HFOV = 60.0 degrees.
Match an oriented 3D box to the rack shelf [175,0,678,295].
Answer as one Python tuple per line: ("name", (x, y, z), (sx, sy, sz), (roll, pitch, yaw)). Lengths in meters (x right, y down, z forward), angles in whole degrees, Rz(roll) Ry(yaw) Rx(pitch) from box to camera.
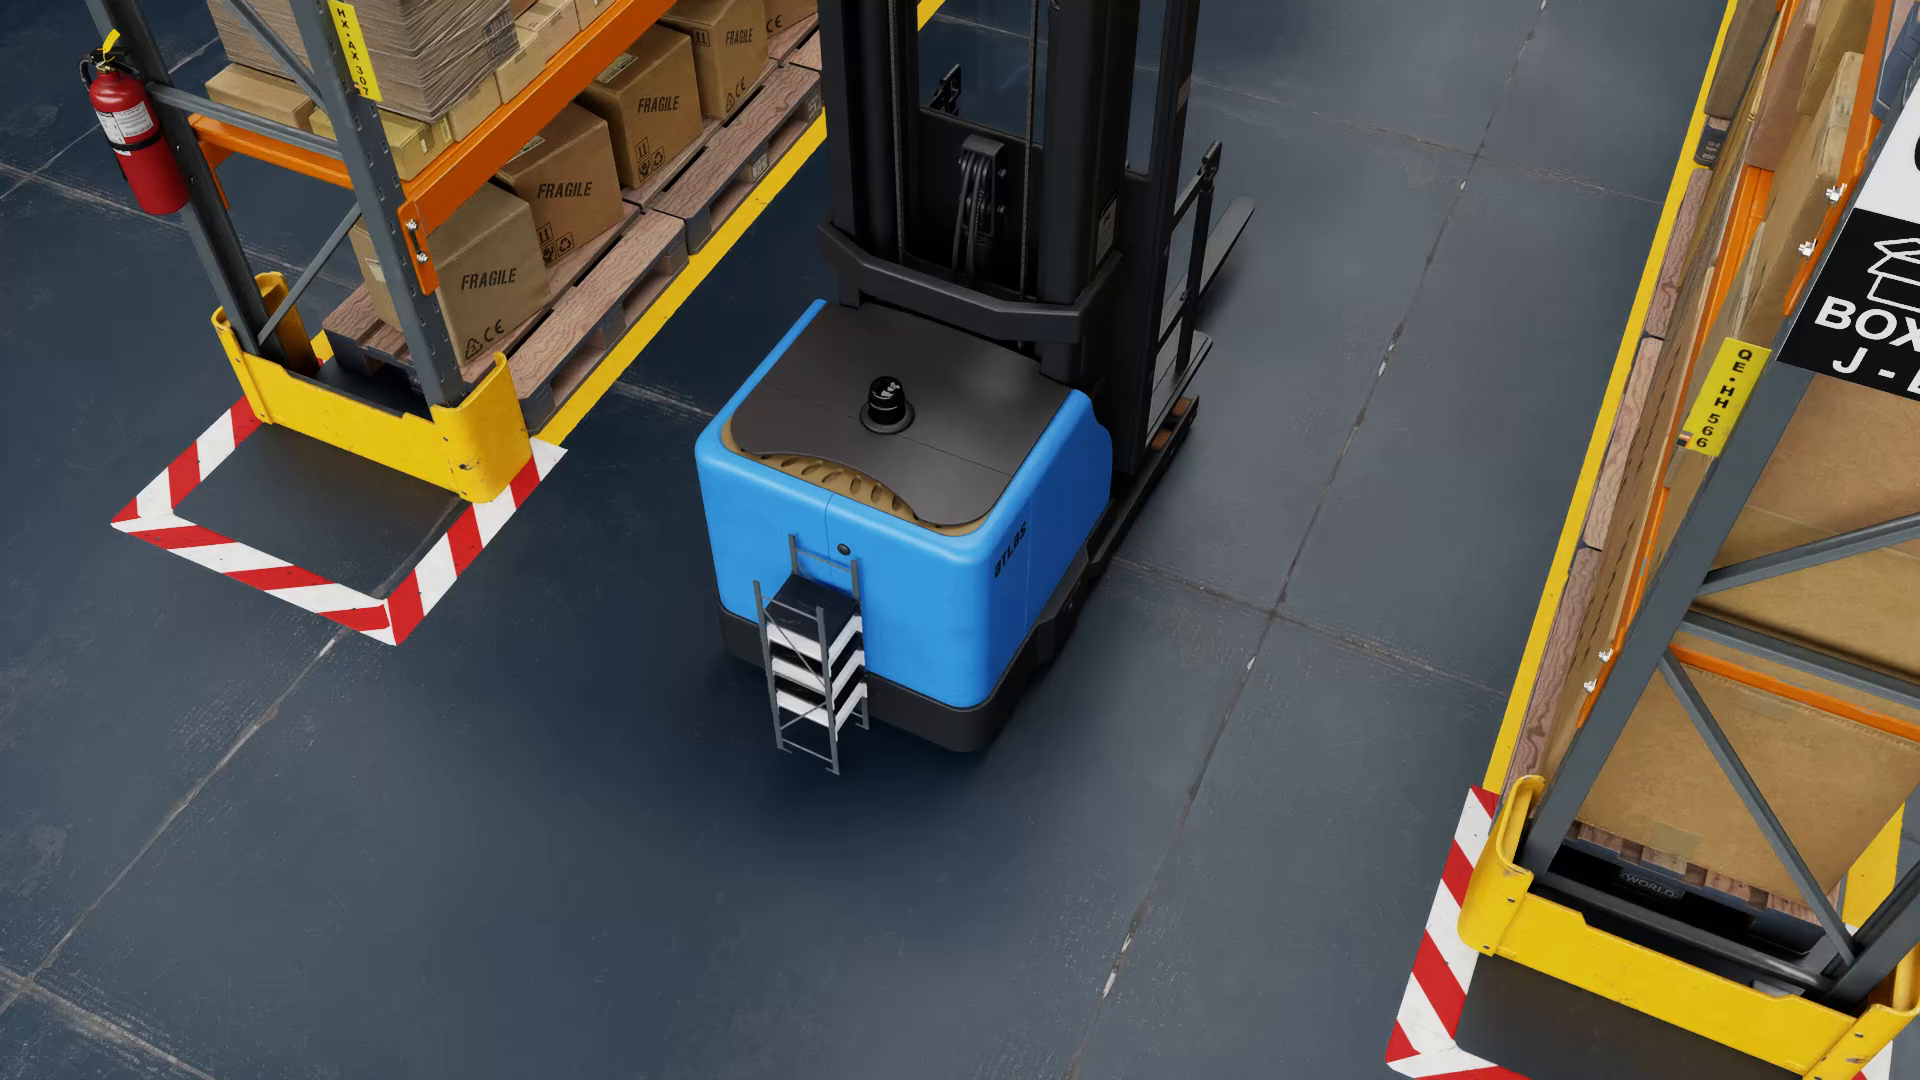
("rack shelf", (-1.439, -2.495, 6.876), (1.077, 0.370, 4.000), (20, 52, 16))

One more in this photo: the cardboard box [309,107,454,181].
("cardboard box", (-1.956, -1.388, 5.627), (0.380, 0.149, 0.250), (20, 52, 16))

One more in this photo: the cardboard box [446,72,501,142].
("cardboard box", (-1.832, -1.554, 5.768), (0.380, 0.149, 0.250), (20, 52, 16))

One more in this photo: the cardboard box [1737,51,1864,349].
("cardboard box", (2.493, -0.718, 4.084), (0.875, 0.550, 0.550), (20, 52, 16))

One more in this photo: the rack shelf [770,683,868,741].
("rack shelf", (-0.465, 0.523, 5.494), (0.258, 0.077, 0.200), (21, 53, 17))

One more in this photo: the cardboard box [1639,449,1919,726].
("cardboard box", (2.266, 0.013, 4.171), (0.875, 0.550, 0.550), (20, 52, 16))

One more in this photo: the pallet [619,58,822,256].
("pallet", (-1.359, -1.885, 7.715), (1.003, 0.211, 1.213), (20, 52, 16))

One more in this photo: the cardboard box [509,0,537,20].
("cardboard box", (-1.928, -2.233, 5.920), (0.875, 0.500, 0.500), (20, 52, 16))

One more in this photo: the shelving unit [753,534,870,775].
("shelving unit", (-0.465, 0.385, 5.332), (0.258, 0.900, 0.210), (21, 53, 17))

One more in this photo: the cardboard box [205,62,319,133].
("cardboard box", (-2.358, -1.533, 5.750), (0.380, 0.149, 0.250), (20, 52, 16))

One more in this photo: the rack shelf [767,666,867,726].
("rack shelf", (-0.465, 0.464, 5.426), (0.258, 0.077, 0.200), (21, 53, 17))

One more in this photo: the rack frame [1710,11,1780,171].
("rack frame", (3.857, -2.422, 6.341), (1.000, 3.000, 0.127), (20, 52, 16))

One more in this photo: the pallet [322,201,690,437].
("pallet", (-1.882, -1.048, 7.003), (1.003, 0.211, 1.213), (20, 52, 16))

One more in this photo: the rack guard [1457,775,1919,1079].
("rack guard", (2.138, 1.159, 4.936), (1.175, 0.500, 0.348), (20, 52, 16))

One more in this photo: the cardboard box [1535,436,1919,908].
("cardboard box", (2.378, 0.396, 5.063), (0.875, 0.875, 0.875), (20, 53, 16))

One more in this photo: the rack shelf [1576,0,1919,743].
("rack shelf", (3.003, -0.812, 5.444), (1.077, 0.370, 4.000), (20, 52, 16))

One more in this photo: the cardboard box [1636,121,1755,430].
("cardboard box", (3.144, -0.837, 6.112), (0.875, 0.875, 0.875), (20, 53, 16))

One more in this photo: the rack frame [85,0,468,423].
("rack frame", (-2.293, -1.351, 5.430), (1.000, 3.000, 0.127), (20, 52, 16))

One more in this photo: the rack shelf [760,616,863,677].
("rack shelf", (-0.465, 0.289, 5.220), (0.258, 0.077, 0.200), (21, 53, 17))

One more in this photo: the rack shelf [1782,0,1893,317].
("rack shelf", (3.003, -1.784, 4.301), (1.077, 0.370, 4.000), (20, 52, 16))

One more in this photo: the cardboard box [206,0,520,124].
("cardboard box", (-2.033, -1.850, 5.593), (0.875, 0.500, 0.500), (20, 52, 16))

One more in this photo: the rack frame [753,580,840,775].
("rack frame", (-0.511, 0.453, 5.273), (0.240, 0.900, 0.006), (21, 53, 17))

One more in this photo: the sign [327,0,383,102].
("sign", (-1.802, -1.455, 4.950), (0.100, 0.325, 0.005), (20, 52, 16))

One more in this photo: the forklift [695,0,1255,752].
("forklift", (0.288, -1.374, 5.495), (1.130, 2.935, 3.031), (21, 53, 17))

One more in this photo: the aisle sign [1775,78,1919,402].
("aisle sign", (1.847, -0.559, 3.049), (0.394, 0.787, 0.004), (20, 52, 16))

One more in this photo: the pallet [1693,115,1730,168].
("pallet", (4.119, -2.074, 7.876), (1.003, 0.211, 1.213), (20, 52, 16))

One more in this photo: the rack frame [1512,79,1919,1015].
("rack frame", (2.148, 0.332, 3.998), (1.000, 3.000, 0.127), (20, 52, 16))

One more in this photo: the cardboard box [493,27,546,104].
("cardboard box", (-1.711, -1.722, 5.910), (0.380, 0.149, 0.250), (20, 52, 16))

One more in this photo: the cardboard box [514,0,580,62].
("cardboard box", (-1.623, -1.901, 6.063), (0.380, 0.149, 0.250), (20, 52, 16))

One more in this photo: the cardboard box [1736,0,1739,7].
("cardboard box", (4.457, -2.949, 7.991), (1.050, 0.750, 0.750), (20, 52, 16))

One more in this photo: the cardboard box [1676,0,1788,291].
("cardboard box", (3.525, -1.459, 6.642), (0.875, 0.875, 0.875), (21, 53, 17))

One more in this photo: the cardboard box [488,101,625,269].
("cardboard box", (-1.787, -1.525, 6.943), (0.500, 0.500, 0.500), (33, 57, 25))

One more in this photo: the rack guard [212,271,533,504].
("rack guard", (-2.261, -0.593, 6.427), (1.175, 0.500, 0.348), (20, 52, 16))

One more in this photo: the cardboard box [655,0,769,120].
("cardboard box", (-1.223, -2.319, 7.619), (0.500, 0.500, 0.500), (16, 51, 13))

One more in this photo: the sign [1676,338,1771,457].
("sign", (1.664, -0.306, 3.625), (0.100, 0.325, 0.005), (20, 52, 16))

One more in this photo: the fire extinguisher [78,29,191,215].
("fire extinguisher", (-2.759, -1.397, 5.520), (0.296, 0.674, 0.183), (20, 52, 16))

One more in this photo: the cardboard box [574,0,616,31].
("cardboard box", (-1.510, -2.070, 6.207), (0.380, 0.149, 0.250), (20, 52, 16))

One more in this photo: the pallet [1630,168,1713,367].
("pallet", (3.462, -1.020, 6.980), (1.003, 0.211, 1.213), (20, 52, 16))

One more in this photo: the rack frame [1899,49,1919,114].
("rack frame", (2.148, -1.612, 1.713), (1.000, 3.000, 0.127), (20, 52, 16))

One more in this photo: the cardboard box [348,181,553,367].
("cardboard box", (-2.011, -1.102, 6.583), (0.500, 0.500, 0.500), (29, 55, 22))

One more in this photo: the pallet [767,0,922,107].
("pallet", (-0.839, -2.728, 8.433), (1.003, 0.211, 1.213), (20, 52, 16))

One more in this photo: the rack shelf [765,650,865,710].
("rack shelf", (-0.465, 0.406, 5.357), (0.258, 0.077, 0.200), (21, 53, 17))

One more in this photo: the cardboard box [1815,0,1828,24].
("cardboard box", (3.184, -1.834, 5.034), (0.875, 0.550, 0.550), (20, 52, 16))

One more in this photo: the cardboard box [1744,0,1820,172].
("cardboard box", (3.159, -1.493, 5.453), (0.875, 0.550, 0.550), (20, 52, 16))

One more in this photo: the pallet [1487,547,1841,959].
("pallet", (2.419, 0.660, 5.550), (1.003, 0.211, 1.213), (20, 52, 16))

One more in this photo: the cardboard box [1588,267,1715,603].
("cardboard box", (2.752, -0.210, 5.579), (0.875, 0.875, 0.875), (19, 52, 16))

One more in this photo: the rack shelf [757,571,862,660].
("rack shelf", (-0.465, 0.231, 5.152), (0.258, 0.077, 0.200), (21, 53, 17))

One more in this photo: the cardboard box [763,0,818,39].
("cardboard box", (-1.029, -2.772, 8.005), (0.500, 0.500, 0.500), (36, 58, 27))

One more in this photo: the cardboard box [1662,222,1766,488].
("cardboard box", (2.481, -0.372, 4.499), (0.875, 0.550, 0.550), (20, 52, 16))

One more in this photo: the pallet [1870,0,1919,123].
("pallet", (2.456, -1.125, 3.327), (1.003, 0.211, 1.213), (20, 52, 16))

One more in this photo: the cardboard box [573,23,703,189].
("cardboard box", (-1.502, -1.949, 7.305), (0.500, 0.500, 0.500), (24, 54, 19))

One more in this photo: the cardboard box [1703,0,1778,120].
("cardboard box", (4.041, -2.286, 7.427), (1.050, 0.750, 0.750), (20, 52, 16))

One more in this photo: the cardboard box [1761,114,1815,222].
("cardboard box", (3.023, -1.096, 5.114), (0.875, 0.550, 0.500), (20, 52, 16))

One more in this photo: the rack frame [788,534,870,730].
("rack frame", (-0.418, 0.316, 5.390), (0.240, 0.900, 0.006), (21, 53, 17))

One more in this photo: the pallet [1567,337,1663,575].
("pallet", (2.942, -0.177, 6.262), (1.003, 0.211, 1.213), (20, 52, 16))

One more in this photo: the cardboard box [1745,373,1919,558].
("cardboard box", (2.342, -0.309, 3.736), (0.875, 0.550, 0.550), (20, 52, 16))

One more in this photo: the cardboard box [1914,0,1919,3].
("cardboard box", (1.984, -1.066, 3.042), (0.380, 0.149, 0.250), (20, 52, 16))

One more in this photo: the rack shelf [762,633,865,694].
("rack shelf", (-0.465, 0.348, 5.289), (0.258, 0.077, 0.200), (21, 53, 17))

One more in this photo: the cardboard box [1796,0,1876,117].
("cardboard box", (2.964, -1.467, 4.721), (0.875, 0.550, 0.500), (20, 52, 16))
